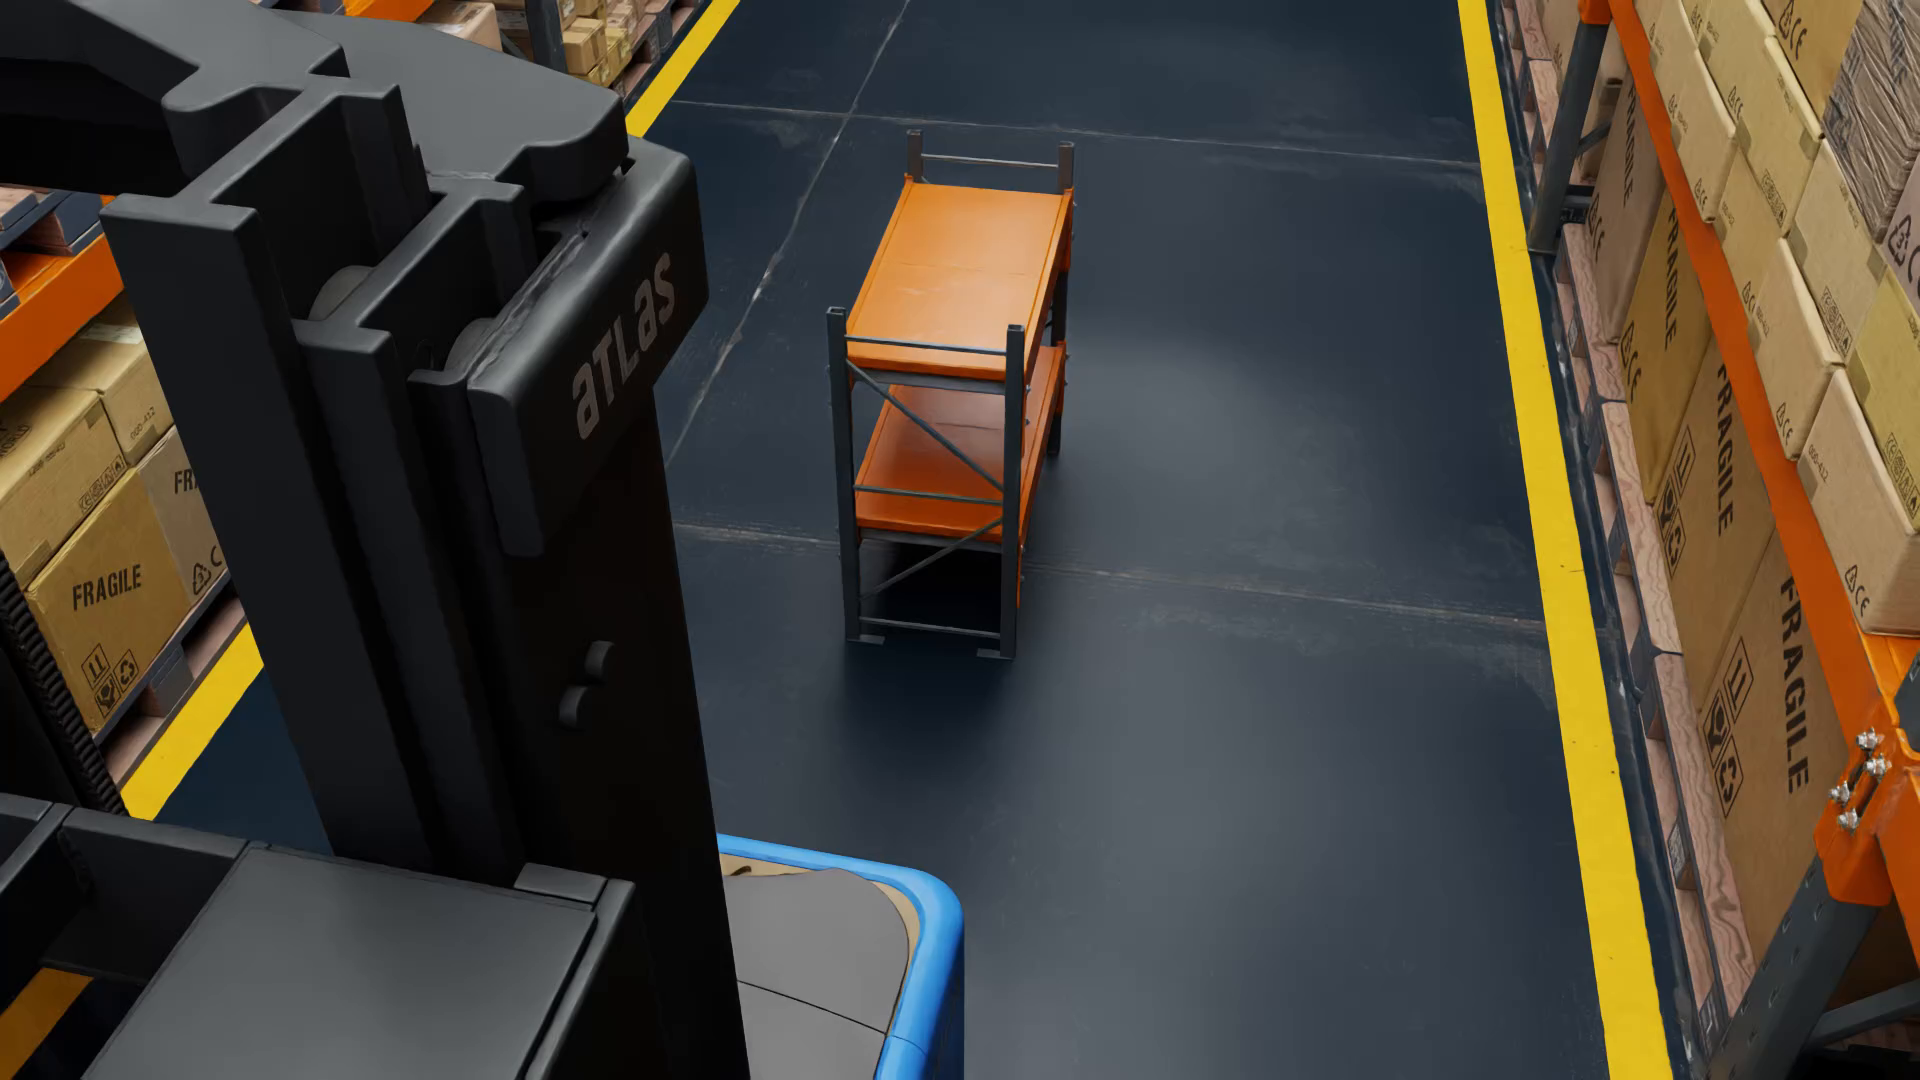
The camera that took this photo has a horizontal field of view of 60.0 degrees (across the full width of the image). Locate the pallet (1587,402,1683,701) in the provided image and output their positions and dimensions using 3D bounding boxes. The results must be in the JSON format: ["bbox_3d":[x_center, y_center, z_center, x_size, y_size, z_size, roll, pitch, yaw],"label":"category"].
[{"bbox_3d":[2.501,0.054,5.019,1.003,0.211,1.213,6,40,8],"label":"pallet"}]

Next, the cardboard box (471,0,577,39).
[{"bbox_3d":[-1.860,-2.250,7.058,0.380,0.149,0.250,8,40,9],"label":"cardboard box"}]

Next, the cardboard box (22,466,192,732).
[{"bbox_3d":[-2.443,0.132,4.368,0.500,0.500,0.500,5,40,6],"label":"cardboard box"}]

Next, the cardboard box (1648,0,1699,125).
[{"bbox_3d":[2.240,-1.332,4.625,0.500,0.250,0.500,6,40,7],"label":"cardboard box"}]

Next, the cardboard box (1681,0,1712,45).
[{"bbox_3d":[2.239,-1.527,4.469,0.500,0.250,0.500,7,40,8],"label":"cardboard box"}]

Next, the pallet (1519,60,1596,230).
[{"bbox_3d":[2.977,-1.675,7.111,1.003,0.211,1.213,6,40,8],"label":"pallet"}]

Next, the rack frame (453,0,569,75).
[{"bbox_3d":[-2.124,-2.764,6.239,1.000,3.000,0.127,6,40,8],"label":"rack frame"}]

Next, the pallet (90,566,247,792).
[{"bbox_3d":[-2.680,0.331,4.684,1.003,0.211,1.213,6,40,8],"label":"pallet"}]

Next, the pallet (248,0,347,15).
[{"bbox_3d":[-2.514,-1.426,4.772,1.003,0.211,1.213,6,40,8],"label":"pallet"}]

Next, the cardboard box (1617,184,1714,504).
[{"bbox_3d":[2.592,-0.659,5.031,0.875,0.875,0.875,7,40,9],"label":"cardboard box"}]

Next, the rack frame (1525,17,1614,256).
[{"bbox_3d":[2.769,-2.281,5.655,1.000,3.000,0.127,6,40,8],"label":"rack frame"}]

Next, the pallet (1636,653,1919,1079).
[{"bbox_3d":[2.287,0.817,4.096,1.003,0.211,1.213,6,40,8],"label":"pallet"}]

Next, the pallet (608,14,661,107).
[{"bbox_3d":[-2.043,-2.115,7.642,1.003,0.211,1.213,6,40,8],"label":"pallet"}]

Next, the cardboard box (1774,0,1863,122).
[{"bbox_3d":[2.082,-1.182,3.463,0.500,0.500,0.500,6,40,8],"label":"cardboard box"}]

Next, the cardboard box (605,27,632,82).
[{"bbox_3d":[-1.699,-2.187,7.449,0.380,0.149,0.250,8,40,9],"label":"cardboard box"}]

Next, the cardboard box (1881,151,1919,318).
[{"bbox_3d":[1.908,-0.548,2.696,0.500,0.500,0.500,5,40,6],"label":"cardboard box"}]

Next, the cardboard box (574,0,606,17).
[{"bbox_3d":[-1.754,-2.416,7.259,0.380,0.149,0.250,8,40,10],"label":"cardboard box"}]

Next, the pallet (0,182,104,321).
[{"bbox_3d":[-2.798,-0.639,3.819,1.213,0.211,1.003,6,40,8],"label":"pallet"}]

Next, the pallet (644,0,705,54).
[{"bbox_3d":[-1.834,-2.882,8.571,1.003,0.211,1.213,6,40,8],"label":"pallet"}]

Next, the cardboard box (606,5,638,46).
[{"bbox_3d":[-1.707,-2.349,7.645,0.380,0.149,0.250,6,40,7],"label":"cardboard box"}]

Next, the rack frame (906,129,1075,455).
[{"bbox_3d":[0.089,-0.757,5.283,0.500,1.125,0.032,6,40,8],"label":"rack frame"}]

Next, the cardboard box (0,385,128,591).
[{"bbox_3d":[-2.459,-0.147,4.118,0.500,0.250,0.500,5,40,6],"label":"cardboard box"}]

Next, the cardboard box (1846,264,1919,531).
[{"bbox_3d":[1.910,-0.238,2.909,0.500,0.250,0.500,6,40,8],"label":"cardboard box"}]

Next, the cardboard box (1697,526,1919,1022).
[{"bbox_3d":[2.278,0.462,3.676,0.875,0.875,0.875,6,40,7],"label":"cardboard box"}]

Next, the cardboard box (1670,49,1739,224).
[{"bbox_3d":[2.145,-1.019,4.246,0.500,0.250,0.500,6,40,7],"label":"cardboard box"}]

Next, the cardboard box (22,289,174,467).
[{"bbox_3d":[-2.371,-0.465,4.502,0.500,0.250,0.500,6,40,7],"label":"cardboard box"}]

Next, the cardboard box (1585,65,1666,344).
[{"bbox_3d":[2.740,-1.227,5.717,0.875,0.875,0.875,8,40,9],"label":"cardboard box"}]

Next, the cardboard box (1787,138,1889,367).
[{"bbox_3d":[1.995,-0.560,3.299,0.500,0.250,0.500,5,40,7],"label":"cardboard box"}]

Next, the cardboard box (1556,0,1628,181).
[{"bbox_3d":[2.983,-1.838,6.800,0.875,0.438,0.875,6,40,7],"label":"cardboard box"}]

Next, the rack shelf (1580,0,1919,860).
[{"bbox_3d":[2.423,-0.749,4.367,1.077,0.370,4.000,6,40,8],"label":"rack shelf"}]

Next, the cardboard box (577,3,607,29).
[{"bbox_3d":[-1.791,-2.303,7.355,0.380,0.149,0.250,7,40,8],"label":"cardboard box"}]

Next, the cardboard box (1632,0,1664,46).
[{"bbox_3d":[2.345,-1.652,5.011,0.500,0.250,0.500,5,40,7],"label":"cardboard box"}]

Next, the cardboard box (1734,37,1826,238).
[{"bbox_3d":[2.064,-0.884,3.690,0.500,0.250,0.500,5,40,7],"label":"cardboard box"}]

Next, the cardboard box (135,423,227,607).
[{"bbox_3d":[-2.359,-0.184,4.750,0.500,0.500,0.500,7,40,8],"label":"cardboard box"}]

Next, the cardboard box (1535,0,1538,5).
[{"bbox_3d":[3.295,-2.966,8.164,0.875,0.438,0.875,7,40,9],"label":"cardboard box"}]

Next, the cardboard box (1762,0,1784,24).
[{"bbox_3d":[2.176,-1.499,3.846,0.500,0.500,0.500,6,40,7],"label":"cardboard box"}]

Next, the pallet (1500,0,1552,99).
[{"bbox_3d":[3.186,-2.443,8.040,1.003,0.211,1.213,6,40,8],"label":"pallet"}]

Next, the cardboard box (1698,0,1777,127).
[{"bbox_3d":[2.153,-1.210,4.084,0.500,0.250,0.500,5,40,6],"label":"cardboard box"}]

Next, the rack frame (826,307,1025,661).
[{"bbox_3d":[-0.087,-0.119,4.511,0.500,1.125,0.032,6,40,8],"label":"rack frame"}]

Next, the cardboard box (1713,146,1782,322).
[{"bbox_3d":[2.084,-0.696,3.855,0.500,0.250,0.500,6,40,7],"label":"cardboard box"}]

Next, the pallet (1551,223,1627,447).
[{"bbox_3d":[2.709,-0.714,5.948,1.003,0.211,1.213,6,40,8],"label":"pallet"}]

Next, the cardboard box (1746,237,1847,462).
[{"bbox_3d":[1.981,-0.382,3.475,0.500,0.250,0.500,7,40,8],"label":"cardboard box"}]

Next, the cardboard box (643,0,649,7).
[{"bbox_3d":[-1.700,-2.686,8.053,0.380,0.149,0.250,5,40,6],"label":"cardboard box"}]

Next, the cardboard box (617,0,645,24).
[{"bbox_3d":[-1.712,-2.514,7.844,0.380,0.149,0.250,6,40,7],"label":"cardboard box"}]

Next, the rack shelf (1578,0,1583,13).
[{"bbox_3d":[3.115,-3.259,7.403,1.077,0.370,4.000,6,40,8],"label":"rack shelf"}]

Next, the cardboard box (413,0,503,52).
[{"bbox_3d":[-2.004,-1.756,6.064,0.500,0.250,0.500,5,40,6],"label":"cardboard box"}]

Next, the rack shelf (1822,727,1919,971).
[{"bbox_3d":[1.730,1.761,1.330,1.077,0.370,4.000,6,40,8],"label":"rack shelf"}]

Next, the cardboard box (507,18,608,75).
[{"bbox_3d":[-1.746,-2.134,7.151,0.380,0.149,0.250,8,40,10],"label":"cardboard box"}]

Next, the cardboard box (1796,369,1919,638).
[{"bbox_3d":[1.908,-0.059,3.085,0.500,0.250,0.500,5,40,6],"label":"cardboard box"}]

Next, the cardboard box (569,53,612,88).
[{"bbox_3d":[-1.745,-2.020,7.247,0.380,0.149,0.250,5,40,6],"label":"cardboard box"}]

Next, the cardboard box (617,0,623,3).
[{"bbox_3d":[-1.735,-2.629,7.750,0.380,0.149,0.250,4,40,5],"label":"cardboard box"}]

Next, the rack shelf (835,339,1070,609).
[{"bbox_3d":[0.001,-0.249,5.053,0.538,0.278,1.000,6,40,8],"label":"rack shelf"}]

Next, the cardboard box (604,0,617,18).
[{"bbox_3d":[-1.784,-2.459,7.545,0.380,0.149,0.250,6,40,7],"label":"cardboard box"}]

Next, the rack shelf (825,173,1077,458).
[{"bbox_3d":[0.001,-0.663,4.710,0.538,0.278,1.000,6,40,8],"label":"rack shelf"}]

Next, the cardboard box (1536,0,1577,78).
[{"bbox_3d":[3.137,-2.400,7.480,0.875,0.438,0.875,5,40,6],"label":"cardboard box"}]

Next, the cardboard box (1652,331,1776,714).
[{"bbox_3d":[2.436,-0.098,4.352,0.875,0.875,0.875,7,40,8],"label":"cardboard box"}]

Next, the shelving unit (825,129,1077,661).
[{"bbox_3d":[0.001,-0.438,4.897,0.538,1.125,1.048,6,40,8],"label":"shelving unit"}]

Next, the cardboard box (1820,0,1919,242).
[{"bbox_3d":[1.989,-0.871,3.087,0.500,0.500,0.500,7,40,8],"label":"cardboard box"}]
